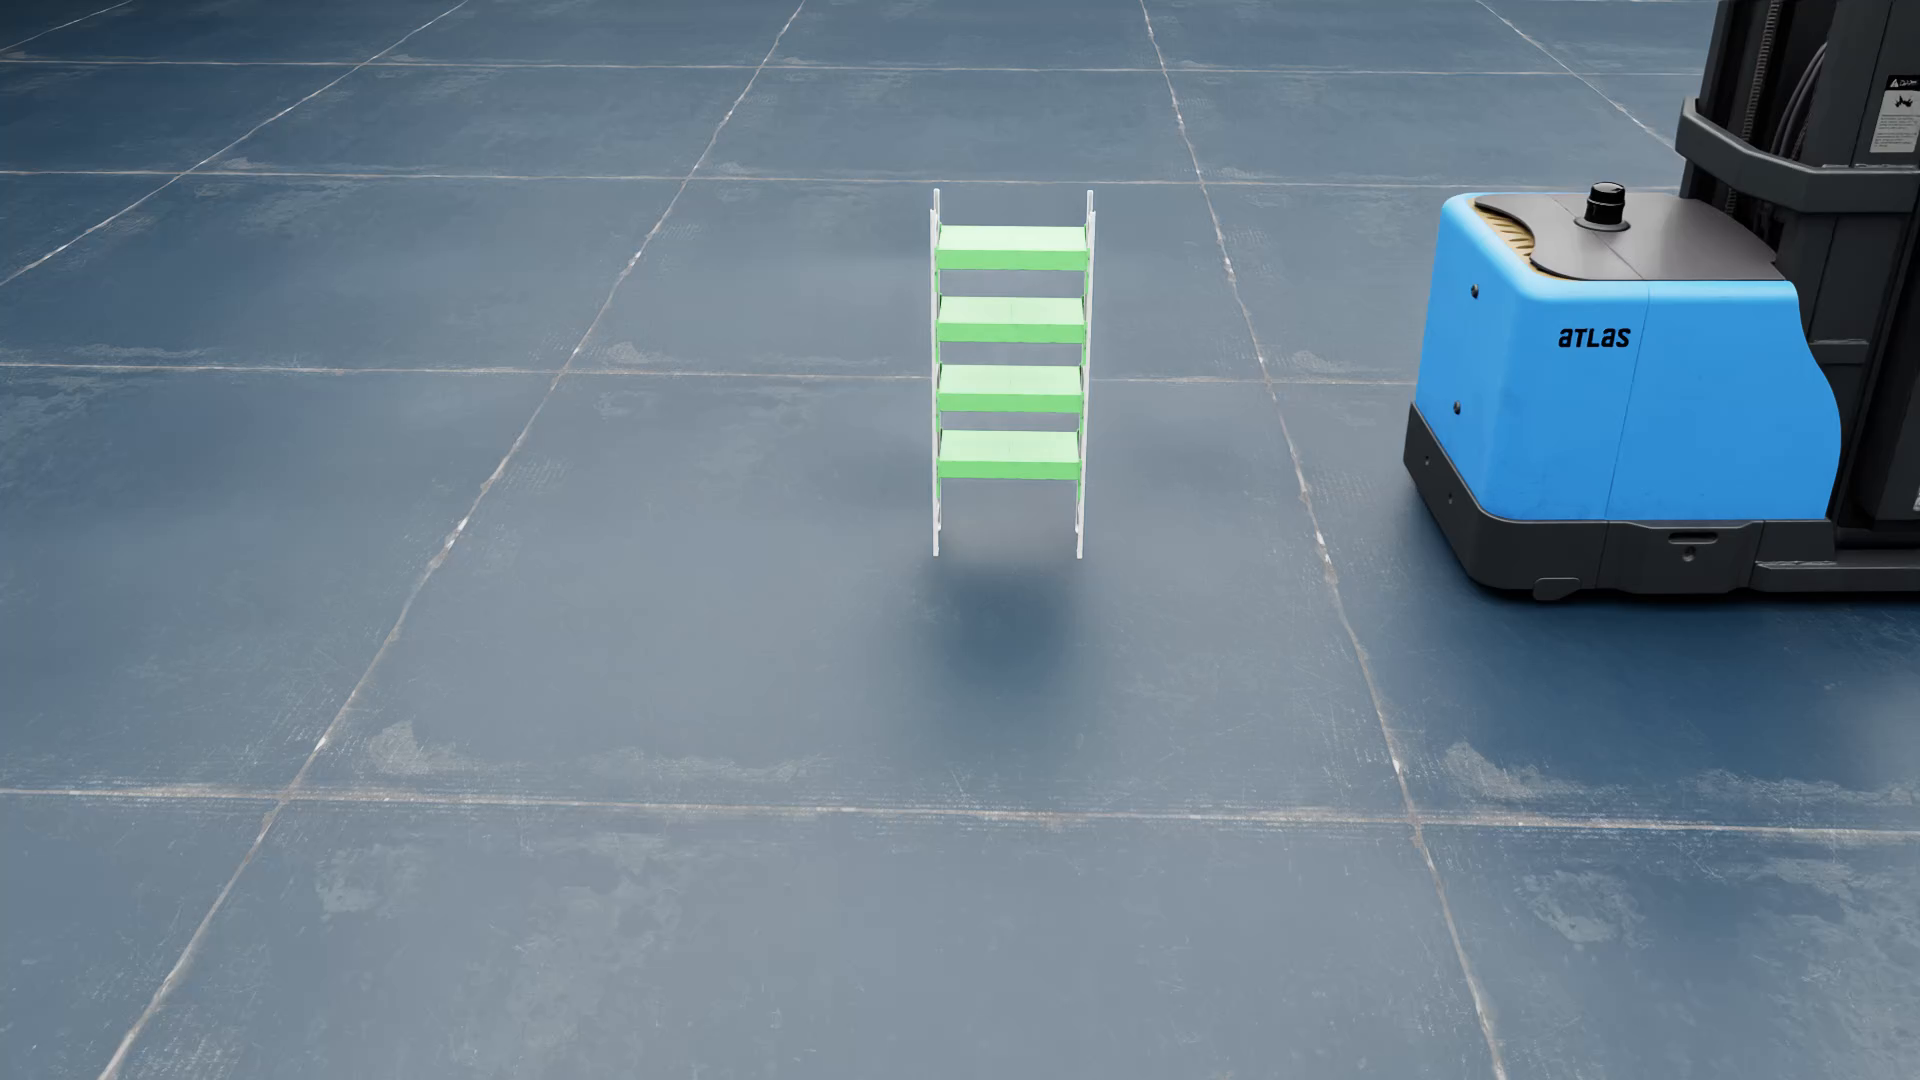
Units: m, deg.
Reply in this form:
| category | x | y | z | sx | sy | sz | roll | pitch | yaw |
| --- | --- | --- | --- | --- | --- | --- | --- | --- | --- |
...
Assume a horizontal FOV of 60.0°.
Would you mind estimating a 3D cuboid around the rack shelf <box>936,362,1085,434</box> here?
| category | x | y | z | sx | sy | sz | roll | pitch | yaw |
| --- | --- | --- | --- | --- | --- | --- | --- | --- | --- |
| rack shelf | 0.165 | -0.471 | 5.494 | 0.480 | 0.148 | 0.258 | 1 | 28 | 2 |

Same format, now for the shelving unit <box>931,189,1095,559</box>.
| category | x | y | z | sx | sy | sz | roll | pitch | yaw |
| --- | --- | --- | --- | --- | --- | --- | --- | --- | --- |
| shelving unit | 0.165 | -0.527 | 5.464 | 0.503 | 1.200 | 0.258 | 1 | 28 | 2 |

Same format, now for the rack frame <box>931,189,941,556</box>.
| category | x | y | z | sx | sy | sz | roll | pitch | yaw |
| --- | --- | --- | --- | --- | --- | --- | --- | --- | --- |
| rack frame | -0.078 | -0.531 | 5.471 | 0.015 | 1.200 | 0.240 | 1 | 28 | 2 |

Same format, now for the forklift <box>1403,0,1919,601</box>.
| category | x | y | z | sx | sy | sz | roll | pitch | yaw |
| --- | --- | --- | --- | --- | --- | --- | --- | --- | --- |
| forklift | 3.155 | -1.327 | 5.123 | 3.031 | 2.935 | 1.130 | 0 | 28 | -1 |

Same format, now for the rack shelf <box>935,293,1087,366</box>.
| category | x | y | z | sx | sy | sz | roll | pitch | yaw |
| --- | --- | --- | --- | --- | --- | --- | --- | --- | --- |
| rack shelf | 0.165 | -0.683 | 5.381 | 0.480 | 0.148 | 0.258 | 1 | 28 | 2 |

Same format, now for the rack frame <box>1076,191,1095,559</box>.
| category | x | y | z | sx | sy | sz | roll | pitch | yaw |
| --- | --- | --- | --- | --- | --- | --- | --- | --- | --- |
| rack frame | 0.409 | -0.523 | 5.456 | 0.015 | 1.200 | 0.240 | 1 | 28 | 2 |

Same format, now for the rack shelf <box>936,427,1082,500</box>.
| category | x | y | z | sx | sy | sz | roll | pitch | yaw |
| --- | --- | --- | --- | --- | --- | --- | --- | --- | --- |
| rack shelf | 0.165 | -0.259 | 5.606 | 0.480 | 0.148 | 0.258 | 1 | 28 | 2 |

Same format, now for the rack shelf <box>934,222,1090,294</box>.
| category | x | y | z | sx | sy | sz | roll | pitch | yaw |
| --- | --- | --- | --- | --- | --- | --- | --- | --- | --- |
| rack shelf | 0.165 | -0.895 | 5.269 | 0.480 | 0.148 | 0.258 | 1 | 28 | 2 |
